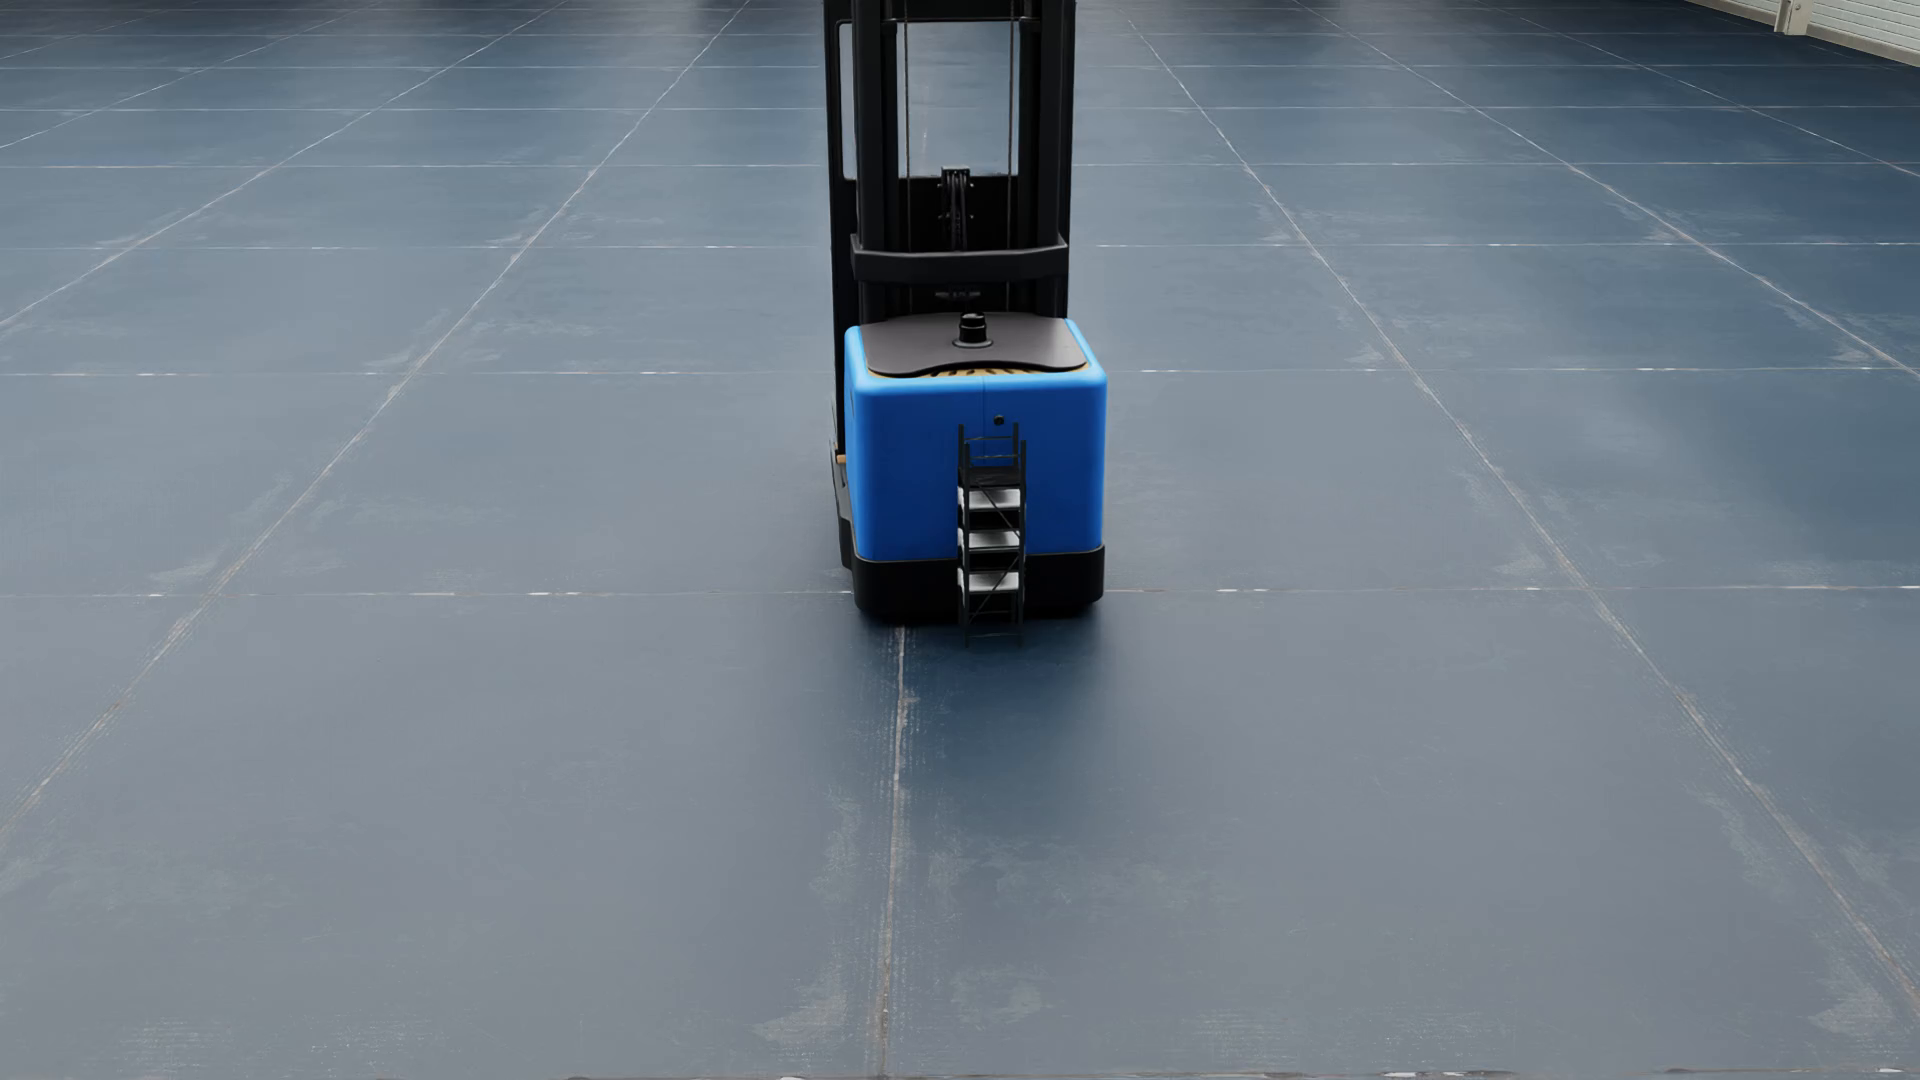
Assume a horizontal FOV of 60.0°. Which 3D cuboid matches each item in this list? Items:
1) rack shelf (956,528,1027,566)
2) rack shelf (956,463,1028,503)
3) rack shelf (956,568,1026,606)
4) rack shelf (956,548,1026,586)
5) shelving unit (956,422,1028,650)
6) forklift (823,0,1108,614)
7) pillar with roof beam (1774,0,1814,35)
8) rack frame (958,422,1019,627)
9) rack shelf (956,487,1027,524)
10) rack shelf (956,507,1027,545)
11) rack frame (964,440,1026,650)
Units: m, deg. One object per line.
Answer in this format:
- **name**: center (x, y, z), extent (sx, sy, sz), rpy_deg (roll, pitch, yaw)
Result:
- **rack shelf**: center (0.125, 0.020, 6.694), extent (0.258, 0.077, 0.200), rpy_deg (-3, 24, -6)
- **rack shelf**: center (0.125, -0.226, 6.583), extent (0.258, 0.077, 0.200), rpy_deg (-3, 24, -6)
- **rack shelf**: center (0.125, 0.184, 6.768), extent (0.258, 0.077, 0.200), rpy_deg (-3, 24, -6)
- **rack shelf**: center (0.125, 0.102, 6.731), extent (0.258, 0.077, 0.200), rpy_deg (-3, 24, -6)
- **shelving unit**: center (0.125, -0.010, 6.680), extent (0.258, 0.900, 0.210), rpy_deg (-3, 24, -6)
- **forklift**: center (-0.073, -1.600, 7.732), extent (1.130, 2.935, 3.031), rpy_deg (-3, 24, -6)
- **pillar with roof beam**: center (7.571, -11.328, 21.876), extent (9.100, 9.000, 0.400), rpy_deg (0, 24, -1)
- **rack frame**: center (0.113, -0.052, 6.772), extent (0.240, 0.900, 0.006), rpy_deg (-3, 24, -6)
- **rack shelf**: center (0.125, -0.144, 6.620), extent (0.258, 0.077, 0.200), rpy_deg (-3, 24, -6)
- **rack shelf**: center (0.125, -0.062, 6.657), extent (0.258, 0.077, 0.200), rpy_deg (-3, 24, -6)
- **rack frame**: center (0.136, 0.032, 6.588), extent (0.240, 0.900, 0.006), rpy_deg (-3, 24, -6)
